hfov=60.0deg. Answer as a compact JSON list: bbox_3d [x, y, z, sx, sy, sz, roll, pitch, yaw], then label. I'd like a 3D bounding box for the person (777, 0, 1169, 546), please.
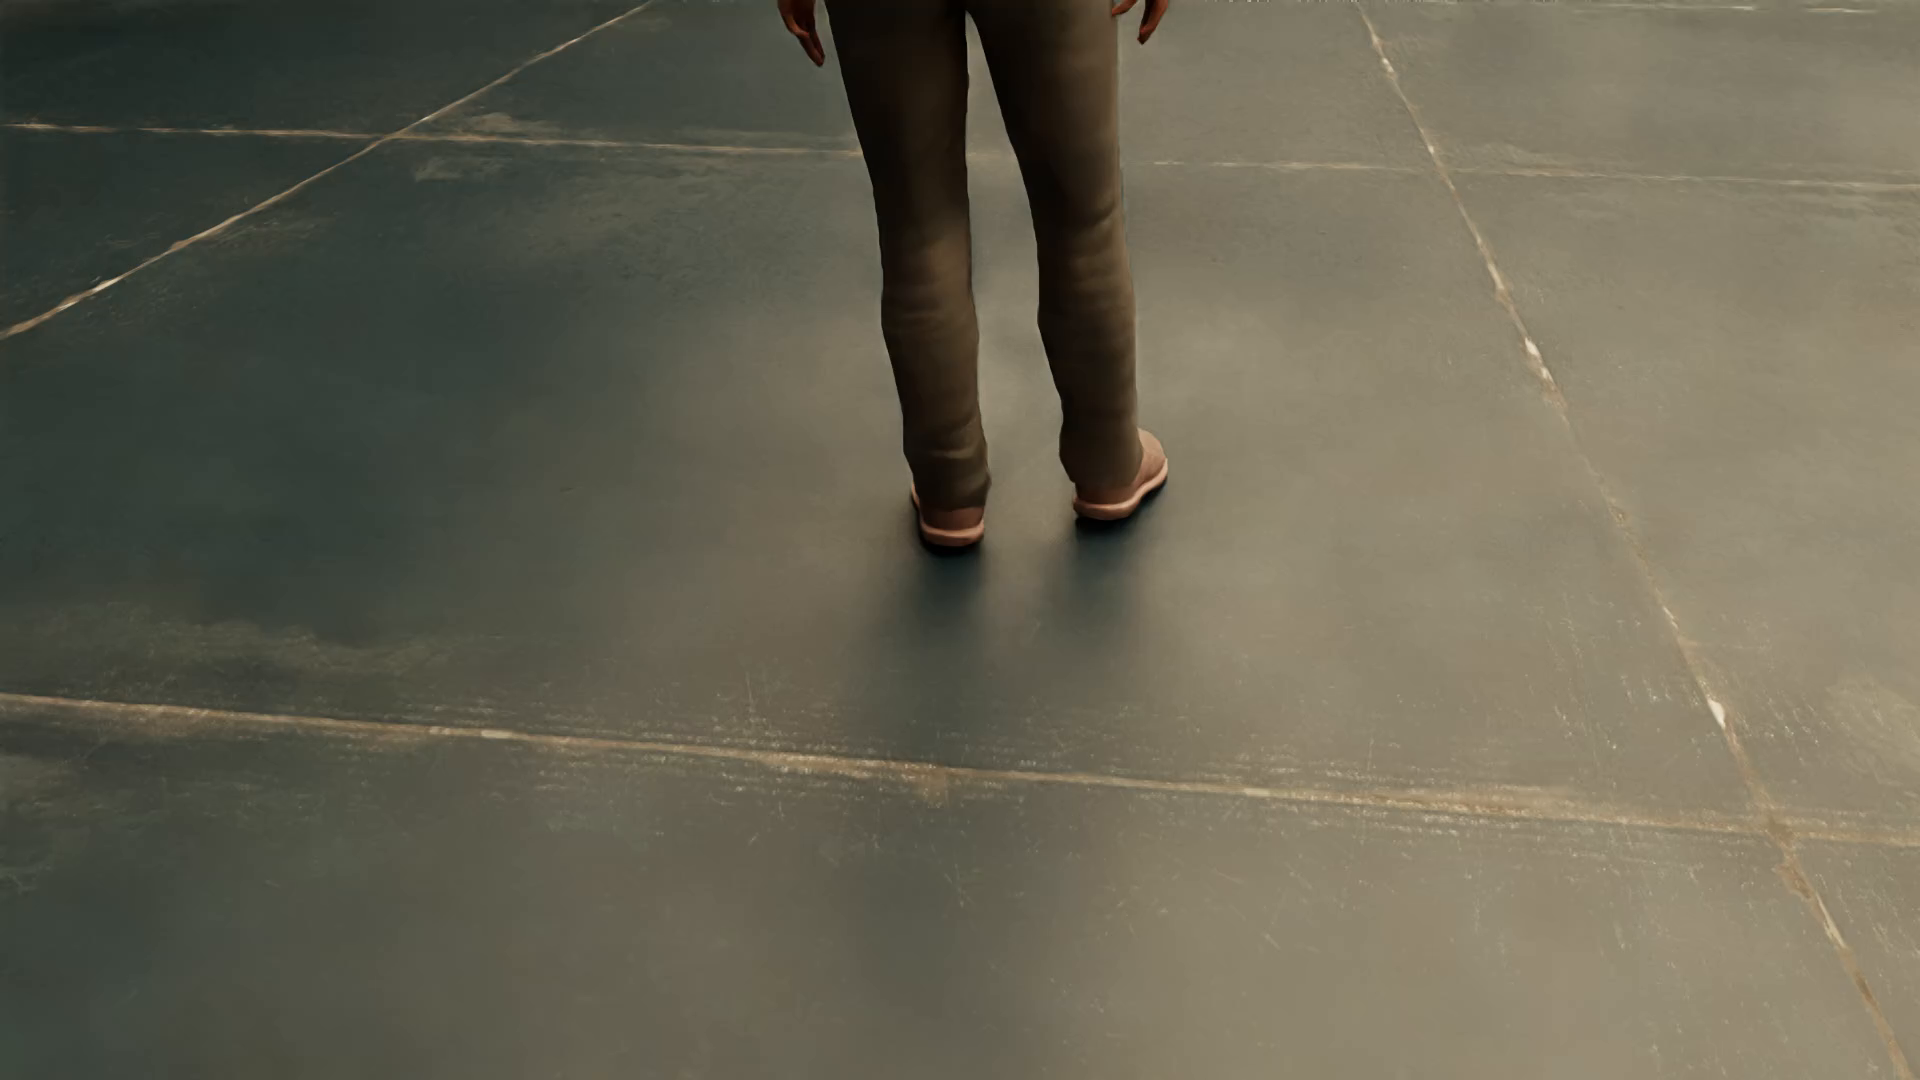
[{"bbox_3d":[0.031,-0.784,2.203,0.570,1.654,0.503,3,27,7],"label":"person"}]
